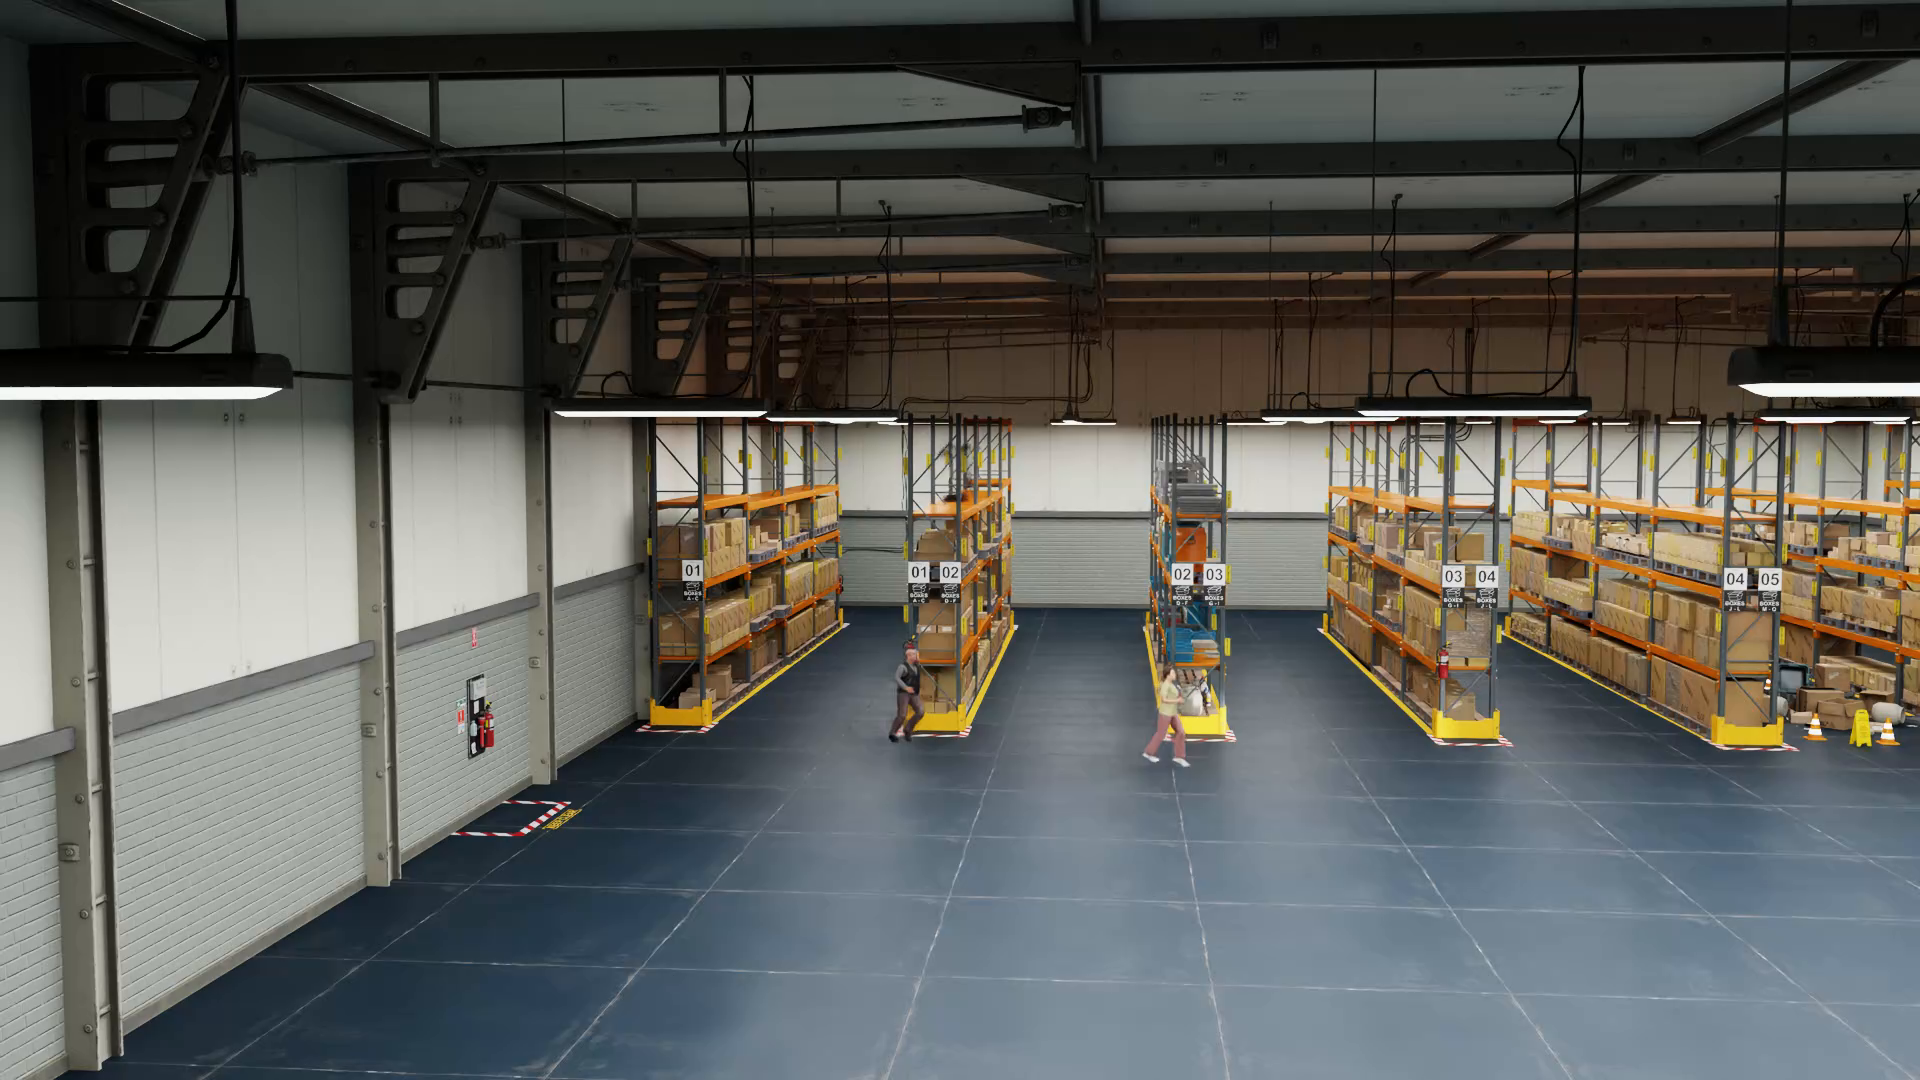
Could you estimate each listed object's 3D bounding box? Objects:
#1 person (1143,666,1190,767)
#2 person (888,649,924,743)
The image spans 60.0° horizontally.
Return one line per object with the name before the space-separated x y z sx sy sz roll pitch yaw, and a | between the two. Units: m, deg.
person | 3.481 2.986 28.133 0.806 1.714 0.565 2 4 27
person | -0.911 2.841 30.407 0.635 1.689 0.715 4 5 44
